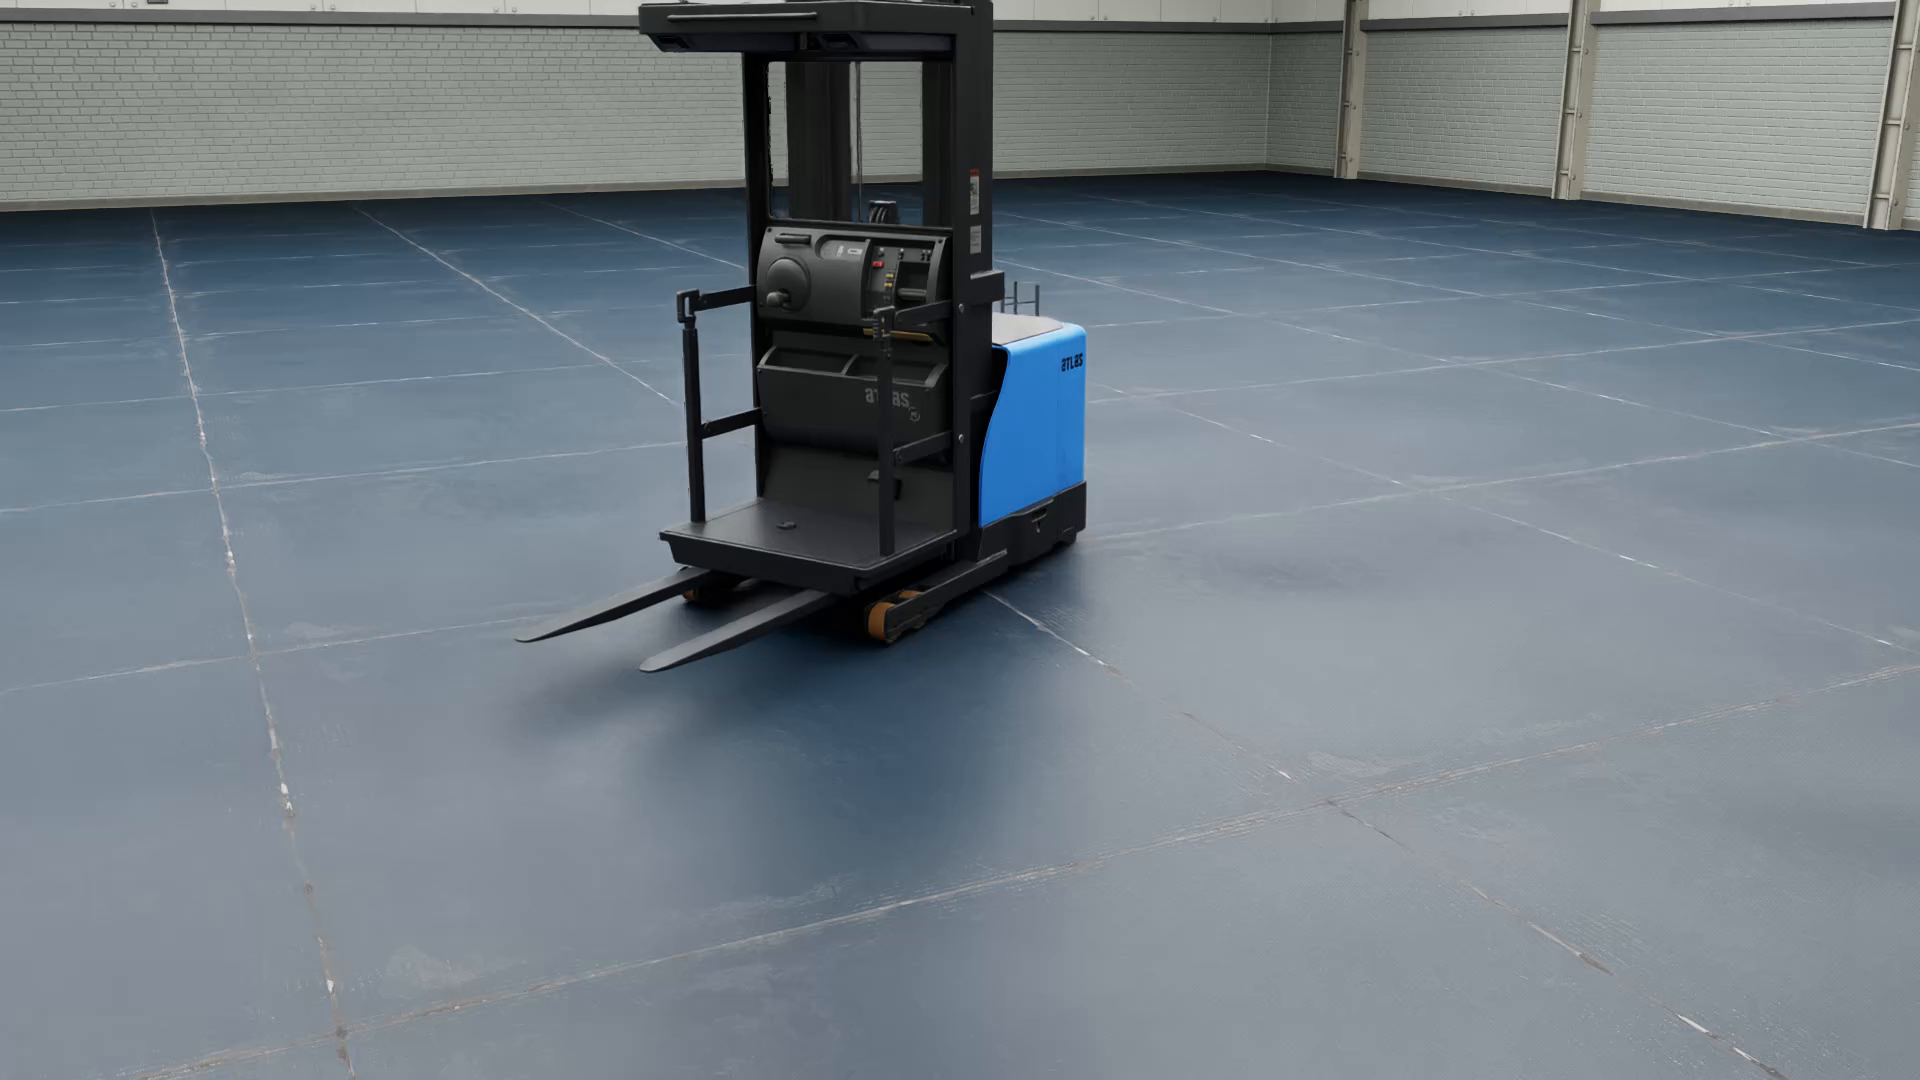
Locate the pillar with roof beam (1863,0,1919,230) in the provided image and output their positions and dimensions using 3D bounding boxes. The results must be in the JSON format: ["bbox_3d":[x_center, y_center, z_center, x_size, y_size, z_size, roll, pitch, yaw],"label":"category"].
[{"bbox_3d":[9.309,-8.257,20.709,9.100,9.000,0.400,-8,18,-25],"label":"pillar with roof beam"}]

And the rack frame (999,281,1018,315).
[{"bbox_3d":[0.195,-0.730,8.620,0.240,1.200,0.006,-11,19,-34],"label":"rack frame"}]

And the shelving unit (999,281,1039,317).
[{"bbox_3d":[0.248,-0.710,8.548,0.258,1.200,0.189,-11,19,-34],"label":"shelving unit"}]

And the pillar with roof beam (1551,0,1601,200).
[{"bbox_3d":[6.681,-9.745,25.893,9.100,9.000,0.400,-8,18,-25],"label":"pillar with roof beam"}]

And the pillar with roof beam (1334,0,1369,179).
[{"bbox_3d":[4.052,-11.232,31.078,9.100,9.000,0.400,-8,18,-25],"label":"pillar with roof beam"}]

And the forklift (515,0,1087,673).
[{"bbox_3d":[-0.578,-1.135,6.894,1.130,2.935,3.031,10,19,30],"label":"forklift"}]

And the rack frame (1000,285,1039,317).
[{"bbox_3d":[0.301,-0.689,8.477,0.240,1.200,0.006,-11,19,-34],"label":"rack frame"}]

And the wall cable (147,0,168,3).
[{"bbox_3d":[-11.955,-11.614,26.243,2.305,6.003,0.169,-8,18,-25],"label":"wall cable"}]
